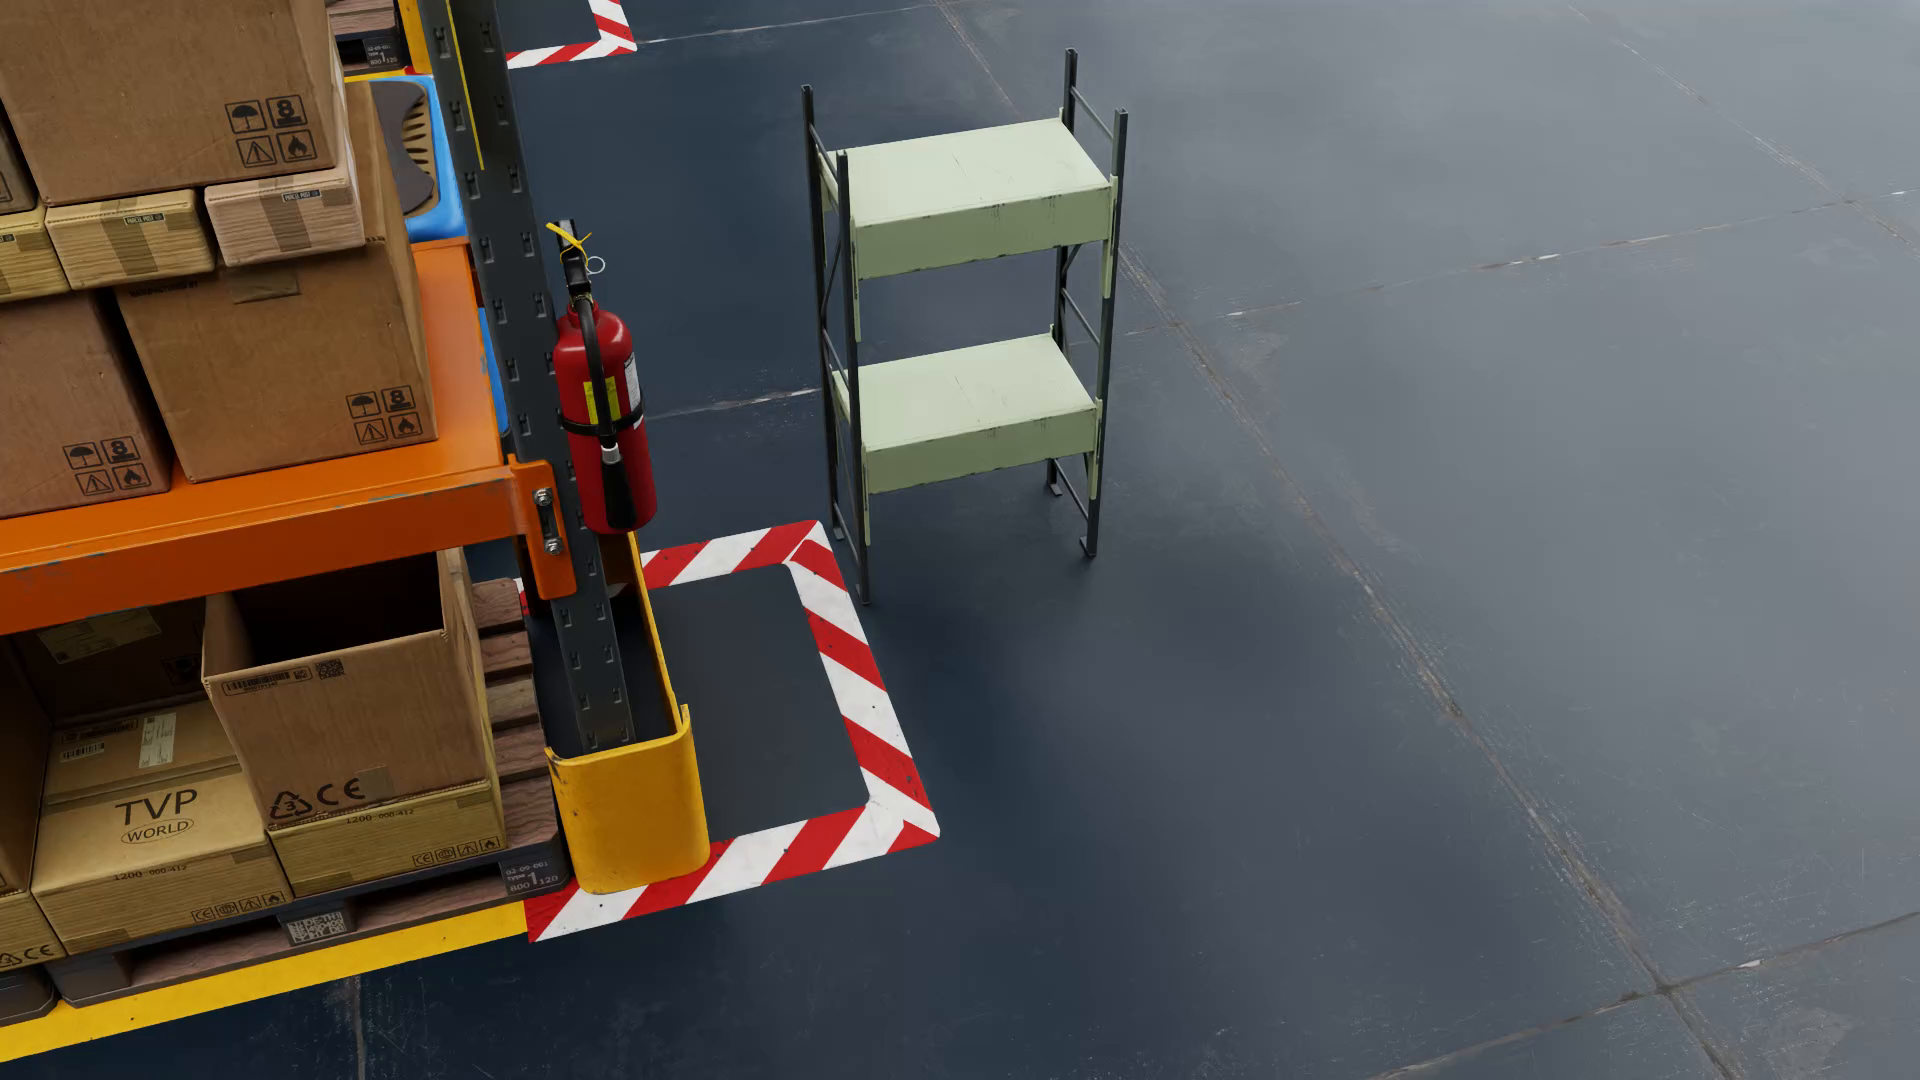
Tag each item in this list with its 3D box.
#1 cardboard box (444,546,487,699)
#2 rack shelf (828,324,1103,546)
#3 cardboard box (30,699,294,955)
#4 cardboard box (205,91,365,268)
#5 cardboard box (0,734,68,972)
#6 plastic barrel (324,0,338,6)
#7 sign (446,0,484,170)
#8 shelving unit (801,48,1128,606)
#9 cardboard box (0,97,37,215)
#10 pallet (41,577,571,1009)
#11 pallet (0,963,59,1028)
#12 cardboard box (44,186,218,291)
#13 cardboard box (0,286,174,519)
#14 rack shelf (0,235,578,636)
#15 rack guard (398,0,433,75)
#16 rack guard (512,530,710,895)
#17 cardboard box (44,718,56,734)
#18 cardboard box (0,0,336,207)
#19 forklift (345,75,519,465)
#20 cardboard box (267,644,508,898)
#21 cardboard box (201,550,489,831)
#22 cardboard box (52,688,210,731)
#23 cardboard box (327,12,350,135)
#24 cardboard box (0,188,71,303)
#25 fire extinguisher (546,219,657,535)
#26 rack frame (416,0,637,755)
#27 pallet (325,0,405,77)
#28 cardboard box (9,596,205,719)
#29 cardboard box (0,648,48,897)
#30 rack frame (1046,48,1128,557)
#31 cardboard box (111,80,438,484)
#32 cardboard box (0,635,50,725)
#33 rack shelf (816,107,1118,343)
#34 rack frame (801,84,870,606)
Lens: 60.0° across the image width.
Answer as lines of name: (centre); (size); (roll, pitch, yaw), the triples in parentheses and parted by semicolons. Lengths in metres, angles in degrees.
cardboard box: (-1.573, 0.230, 4.477); (0.500, 0.250, 0.500); (-12, 42, -13)
rack shelf: (0.006, -0.321, 4.973); (0.720, 0.370, 0.431); (-12, 42, -13)
cardboard box: (-1.890, 0.662, 3.984); (0.500, 0.250, 0.500); (-12, 42, -13)
cardboard box: (-1.301, -0.700, 3.203); (0.250, 0.149, 0.380); (-12, 43, -14)
cardboard box: (-2.367, 0.762, 3.869); (0.500, 0.250, 0.500); (-12, 42, -13)
plastic barrel: (-3.083, -2.766, 7.708); (0.421, 0.512, 0.421); (0, 41, 0)
sign: (-0.844, -0.795, 2.821); (0.005, 0.325, 0.100); (-12, 42, -13)
shelving unit: (0.006, -0.566, 4.758); (0.755, 1.500, 0.431); (-12, 42, -13)
cardboard box: (-1.994, -0.938, 2.981); (0.500, 0.500, 0.700); (-13, 43, -14)
pallet: (-1.711, 0.614, 4.387); (1.213, 0.211, 1.003); (-12, 42, -13)
pallet: (-2.873, 0.853, 4.113); (1.213, 0.211, 1.003); (-12, 42, -13)
cardboard box: (-1.551, -0.648, 3.143); (0.250, 0.149, 0.380); (-11, 42, -12)
cardboard box: (-1.943, -0.460, 3.421); (0.500, 0.500, 0.700); (-11, 42, -12)
rack shelf: (-2.902, 0.053, 3.457); (4.000, 0.370, 1.077); (-12, 42, -13)
rack guard: (-2.537, -2.737, 8.003); (0.348, 0.500, 1.175); (-12, 42, -13)
rack guard: (-0.971, 0.323, 4.500); (0.348, 0.500, 1.175); (-12, 42, -13)
cardboard box: (-2.525, 0.430, 4.249); (0.500, 0.250, 0.500); (-12, 42, -13)
cardboard box: (-1.494, -1.045, 3.104); (0.500, 0.500, 0.700); (-12, 42, -13)
forklift: (-2.968, -1.232, 4.433); (3.031, 2.935, 1.130); (-11, 42, -12)
cardboard box: (-1.417, 0.555, 4.105); (0.500, 0.250, 0.500); (-12, 42, -13)
cardboard box: (-1.416, 0.274, 3.857); (0.500, 0.500, 0.500); (-12, 42, -13)
cardboard box: (-2.048, 0.331, 4.362); (0.500, 0.250, 0.500); (-12, 42, -13)
cardboard box: (-1.433, -0.953, 3.492); (0.250, 0.149, 0.380); (-12, 43, -13)
cardboard box: (-1.794, -0.597, 3.085); (0.250, 0.149, 0.380); (-12, 43, -14)
fire extinguisher: (-0.742, -0.316, 3.391); (0.183, 0.674, 0.296); (-12, 42, -13)
rack frame: (-0.994, -0.613, 3.672); (0.127, 3.000, 1.000); (-12, 42, -13)
pallet: (-3.313, -2.471, 7.918); (1.213, 0.211, 1.003); (-12, 42, -13)
cardboard box: (-2.049, 0.048, 4.116); (0.500, 0.500, 0.500); (-12, 42, -13)
cardboard box: (-2.366, 0.481, 3.620); (0.500, 0.500, 0.500); (-12, 42, -13)
rack frame: (0.355, -0.638, 4.841); (0.023, 1.500, 0.400); (-12, 42, -13)
cardboard box: (-1.443, -0.567, 3.543); (0.500, 0.500, 0.700); (-12, 42, -13)
cardboard box: (-2.522, 0.155, 3.994); (0.500, 0.500, 0.500); (-12, 42, -13)
rack shelf: (0.006, -0.860, 4.501); (0.720, 0.370, 0.431); (-12, 42, -13)
rack frame: (-0.343, -0.494, 4.675); (0.023, 1.500, 0.400); (-12, 42, -13)
